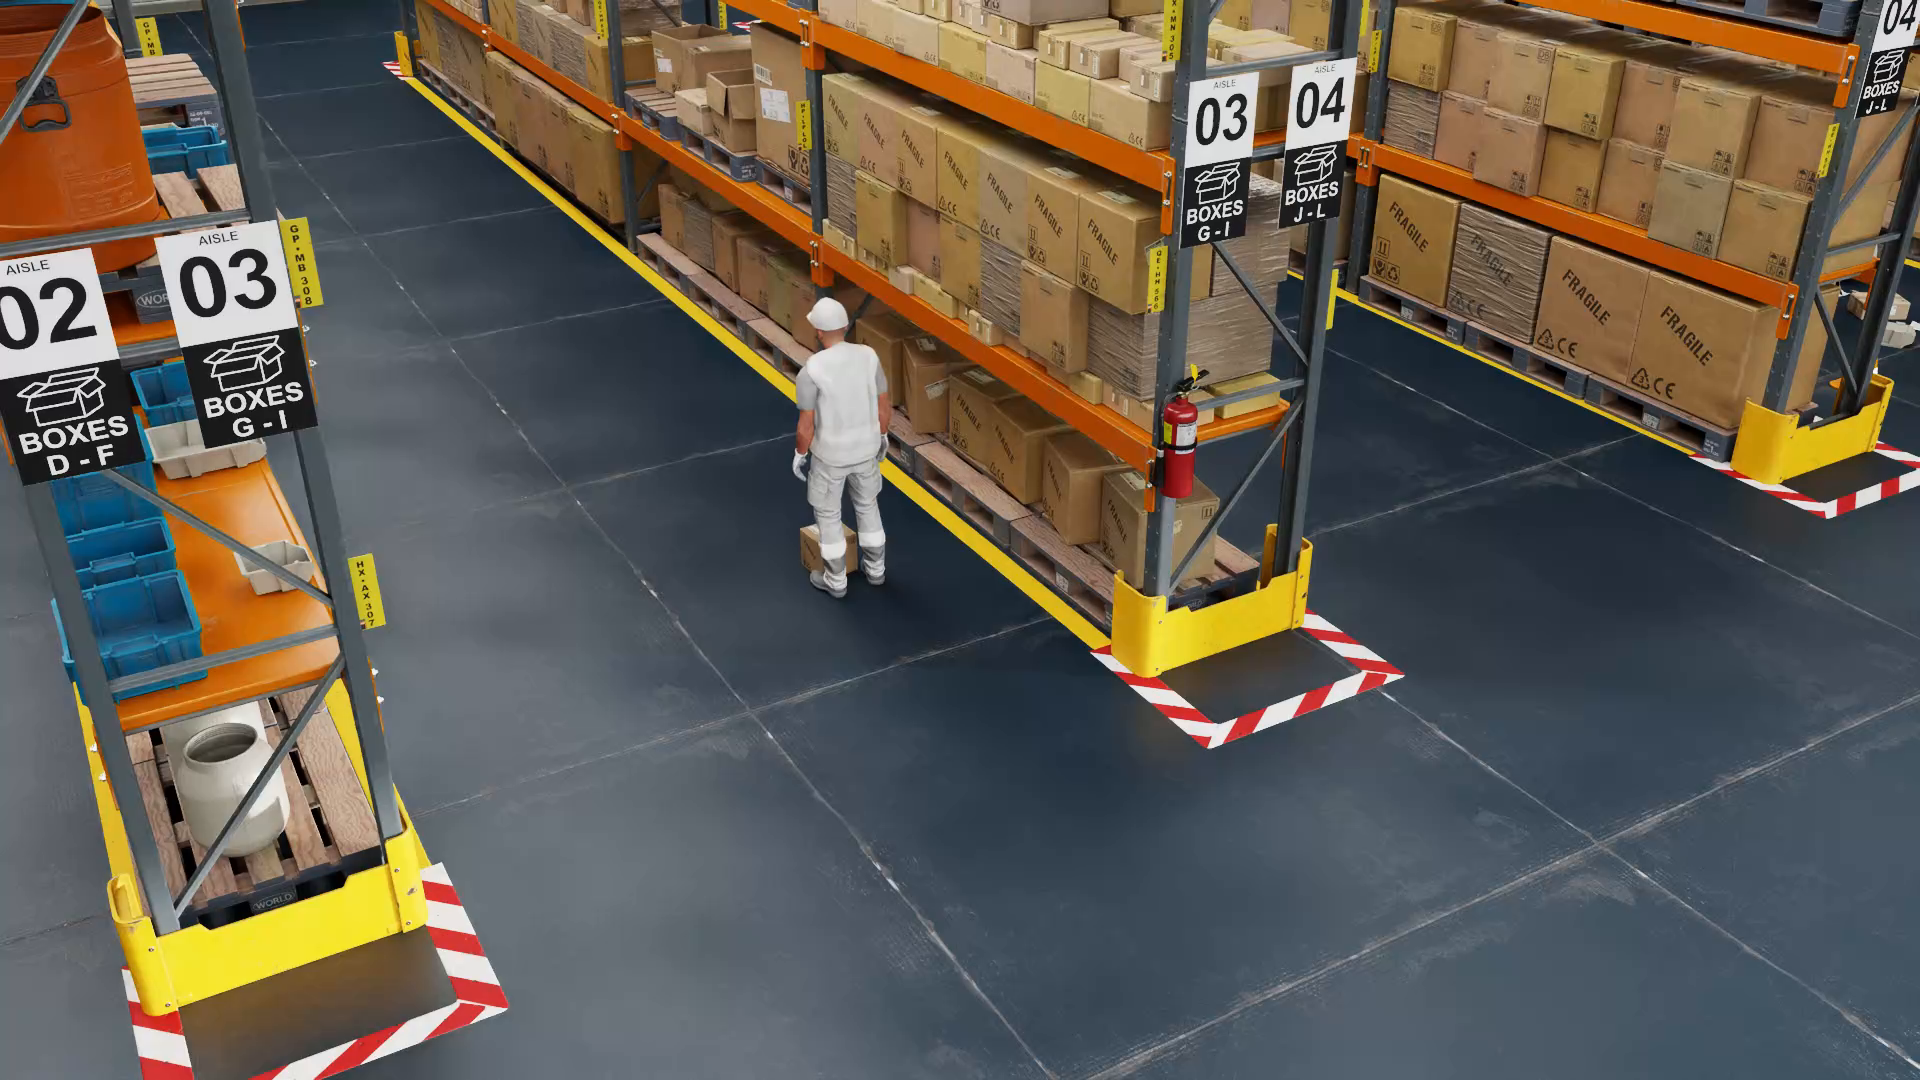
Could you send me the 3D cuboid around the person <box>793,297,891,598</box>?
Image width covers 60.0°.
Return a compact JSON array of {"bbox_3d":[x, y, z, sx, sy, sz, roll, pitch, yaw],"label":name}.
[{"bbox_3d":[-0.670,-0.520,9.498,0.604,1.779,0.449,-16,32,-26],"label":"person"}]
